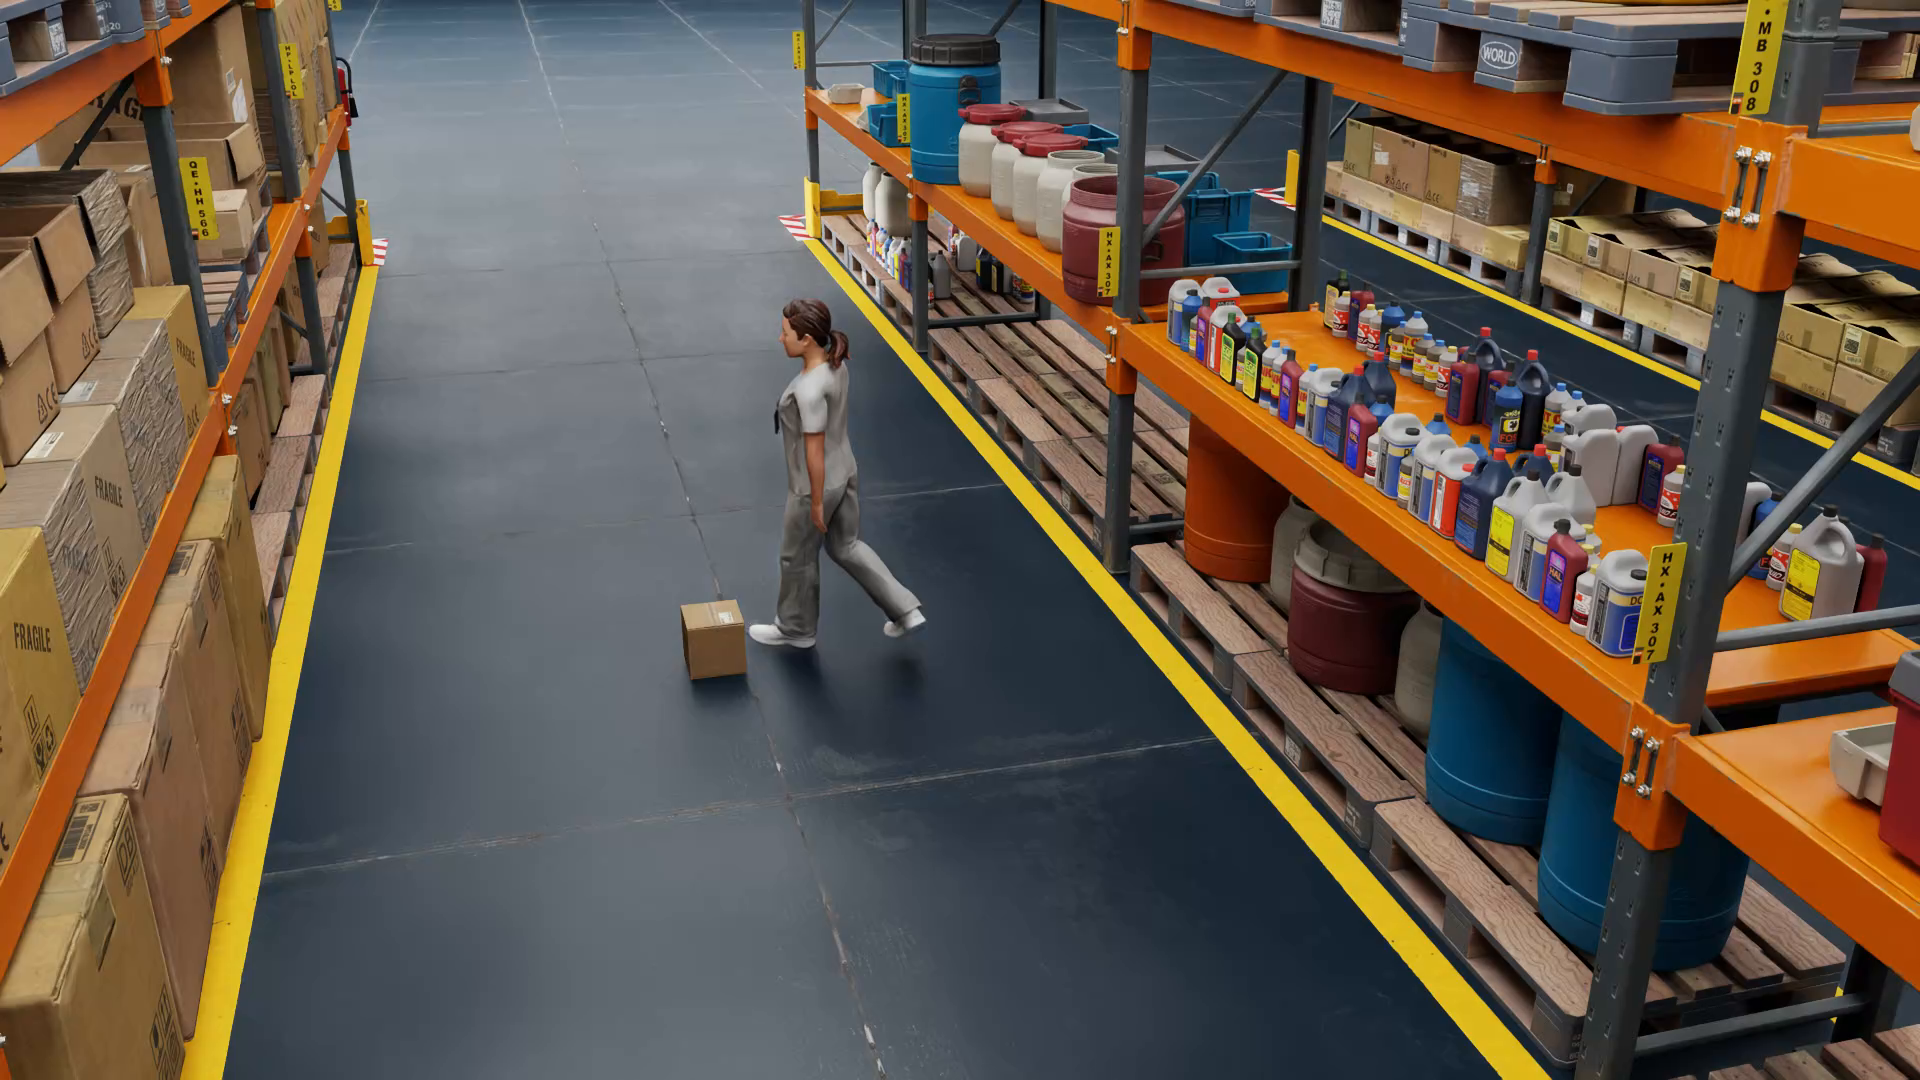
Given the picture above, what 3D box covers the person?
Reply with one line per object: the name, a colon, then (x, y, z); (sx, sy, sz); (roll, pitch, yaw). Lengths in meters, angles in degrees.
person: (-0.556, -0.251, 7.181); (0.848, 1.656, 0.524); (6, 24, 15)
